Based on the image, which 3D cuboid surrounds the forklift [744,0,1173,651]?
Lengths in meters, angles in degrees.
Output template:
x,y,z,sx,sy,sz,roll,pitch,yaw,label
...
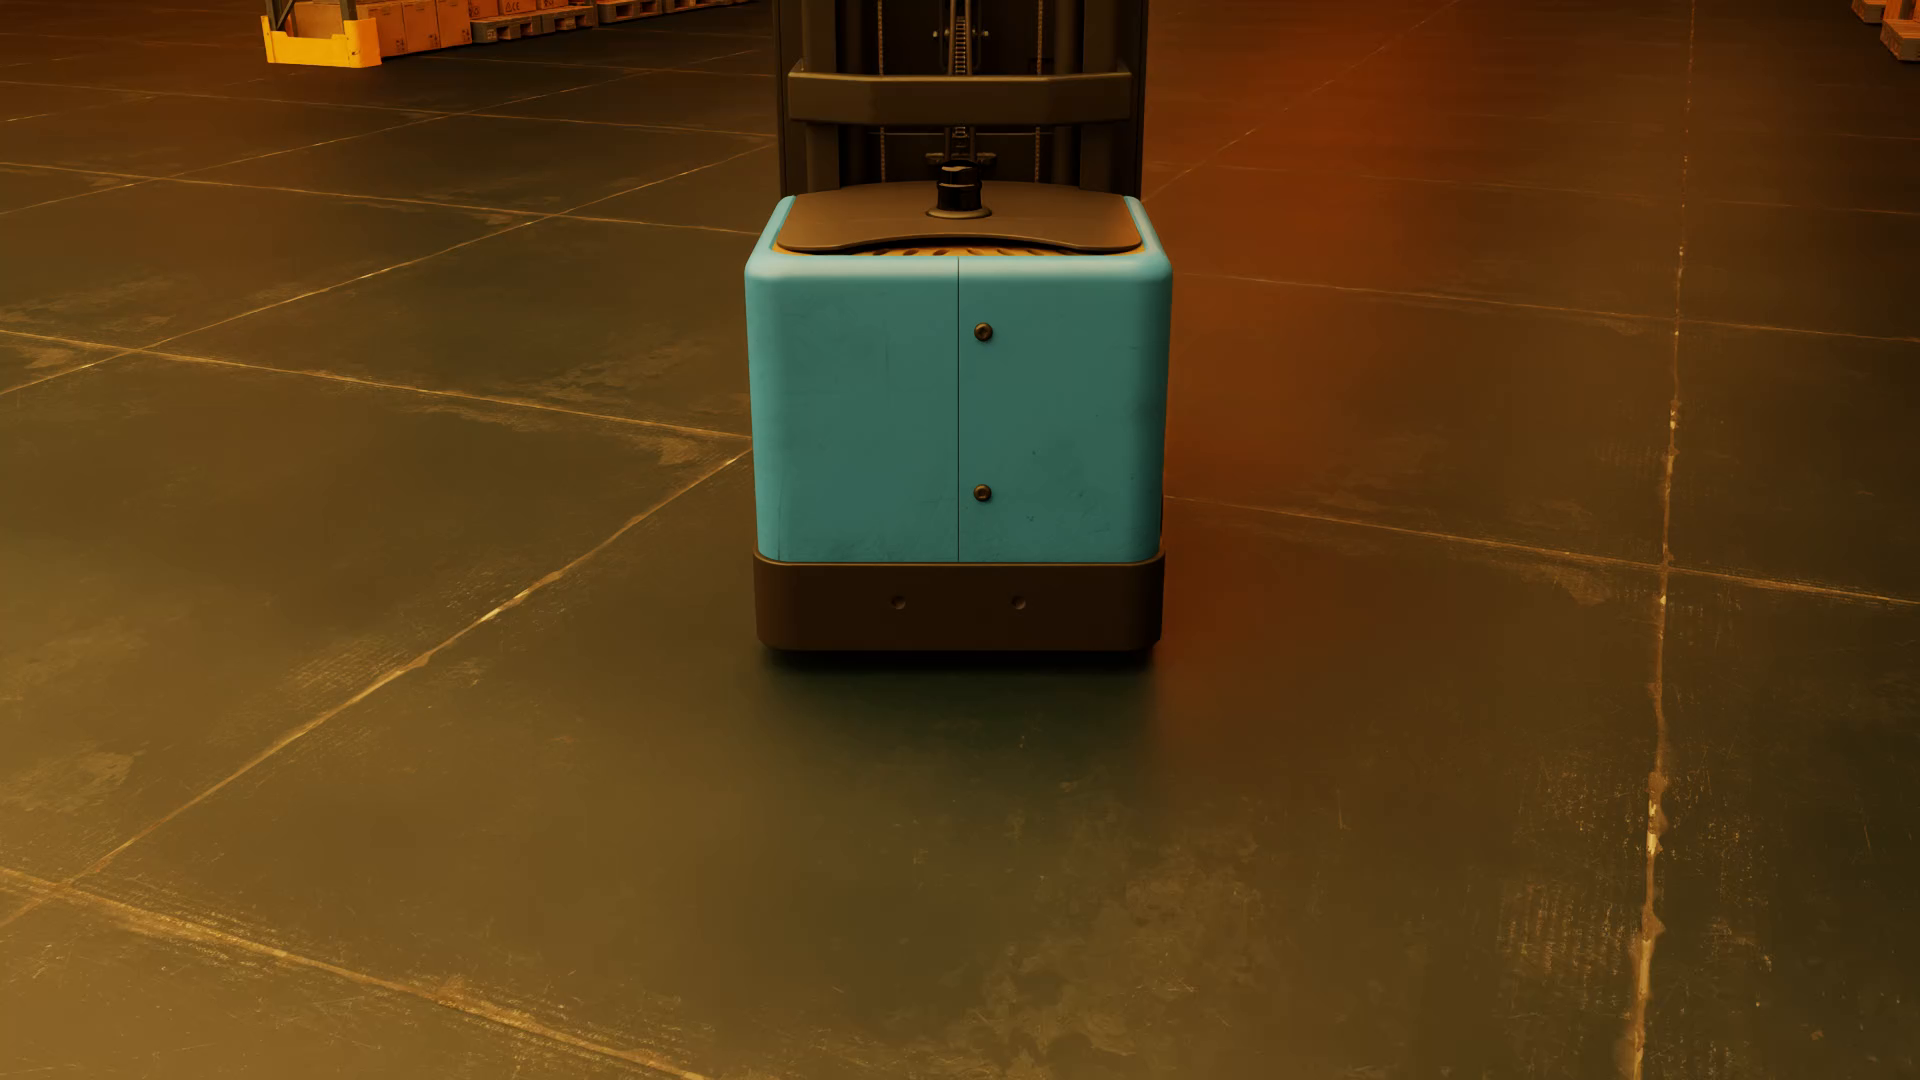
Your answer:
x,y,z,sx,sy,sz,roll,pitch,yaw,label
0.002,-1.587,5.089,1.130,2.935,3.031,0,23,0,forklift
